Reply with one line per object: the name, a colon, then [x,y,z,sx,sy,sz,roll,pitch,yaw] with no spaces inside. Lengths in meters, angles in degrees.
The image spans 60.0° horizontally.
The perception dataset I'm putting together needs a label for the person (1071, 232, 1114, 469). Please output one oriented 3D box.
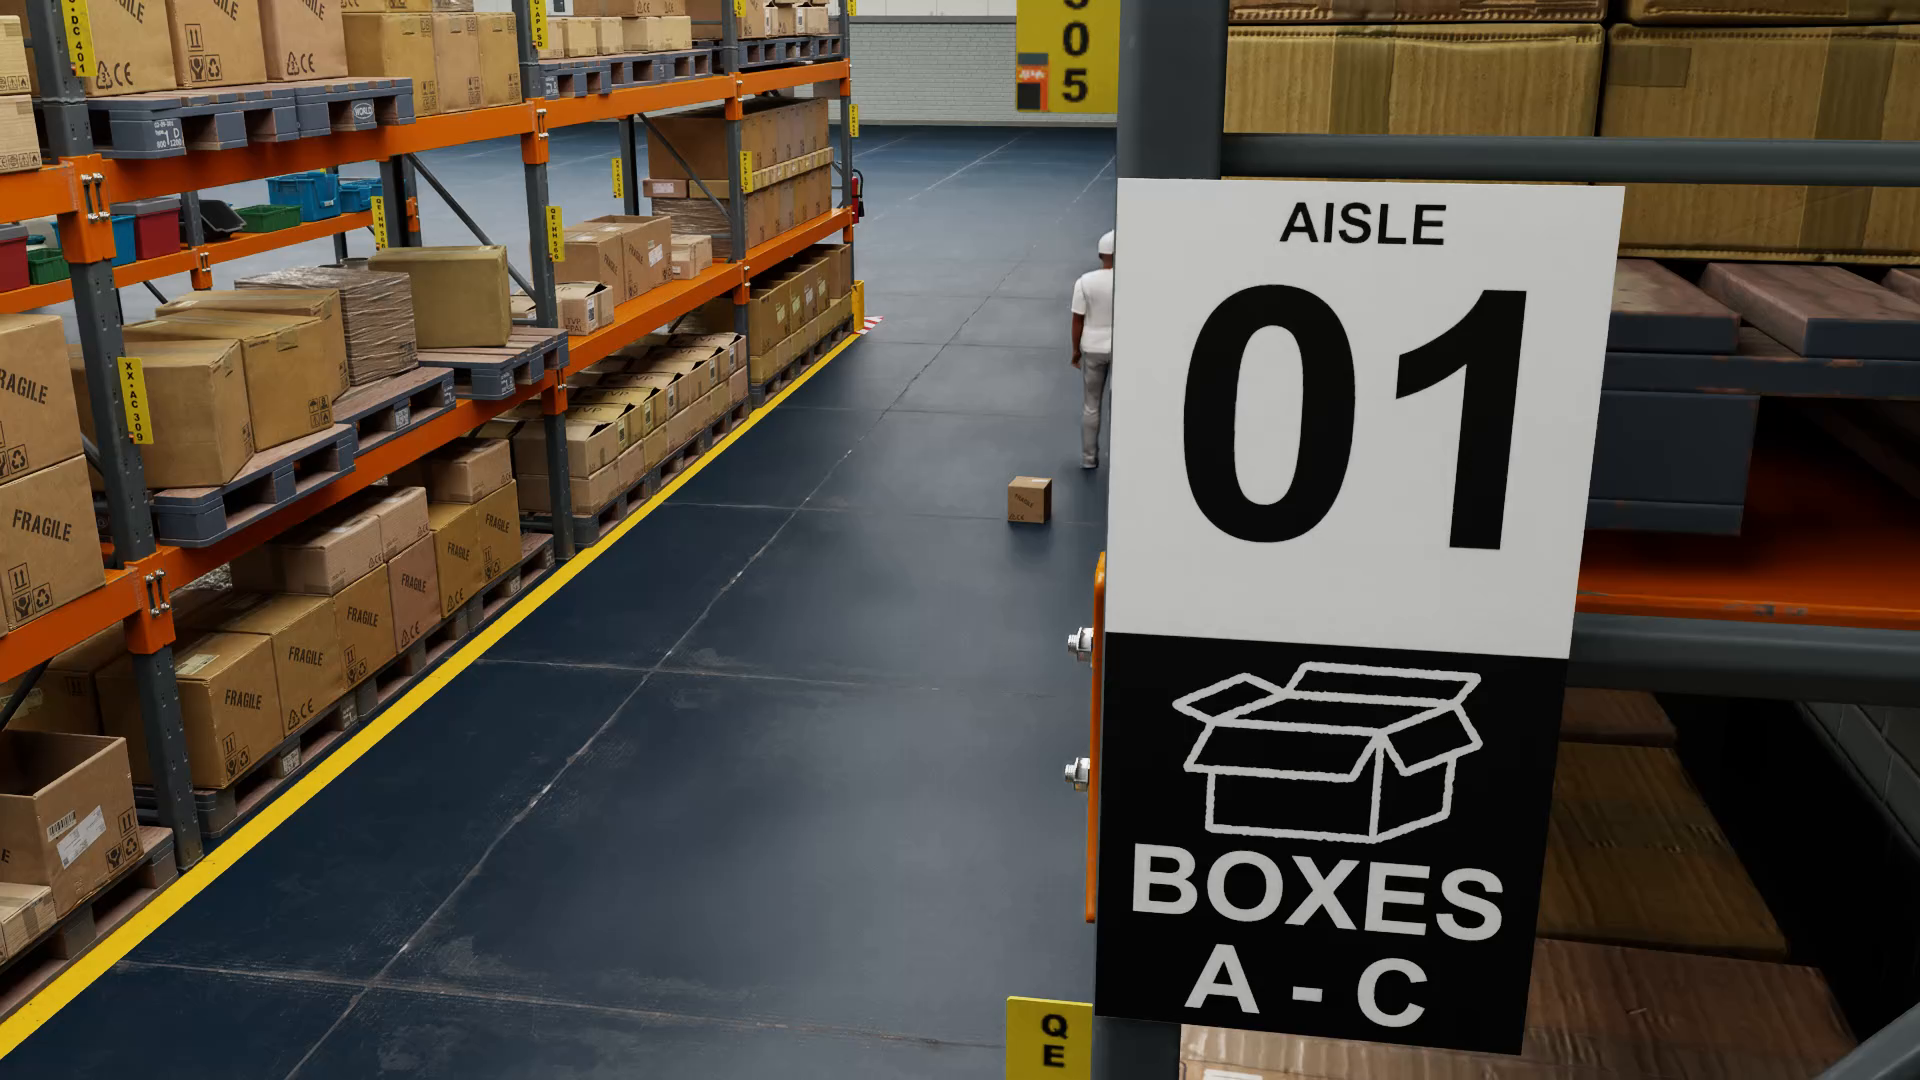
person: [1.114,-1.401,12.353,0.571,1.770,0.389,4,18,12]
